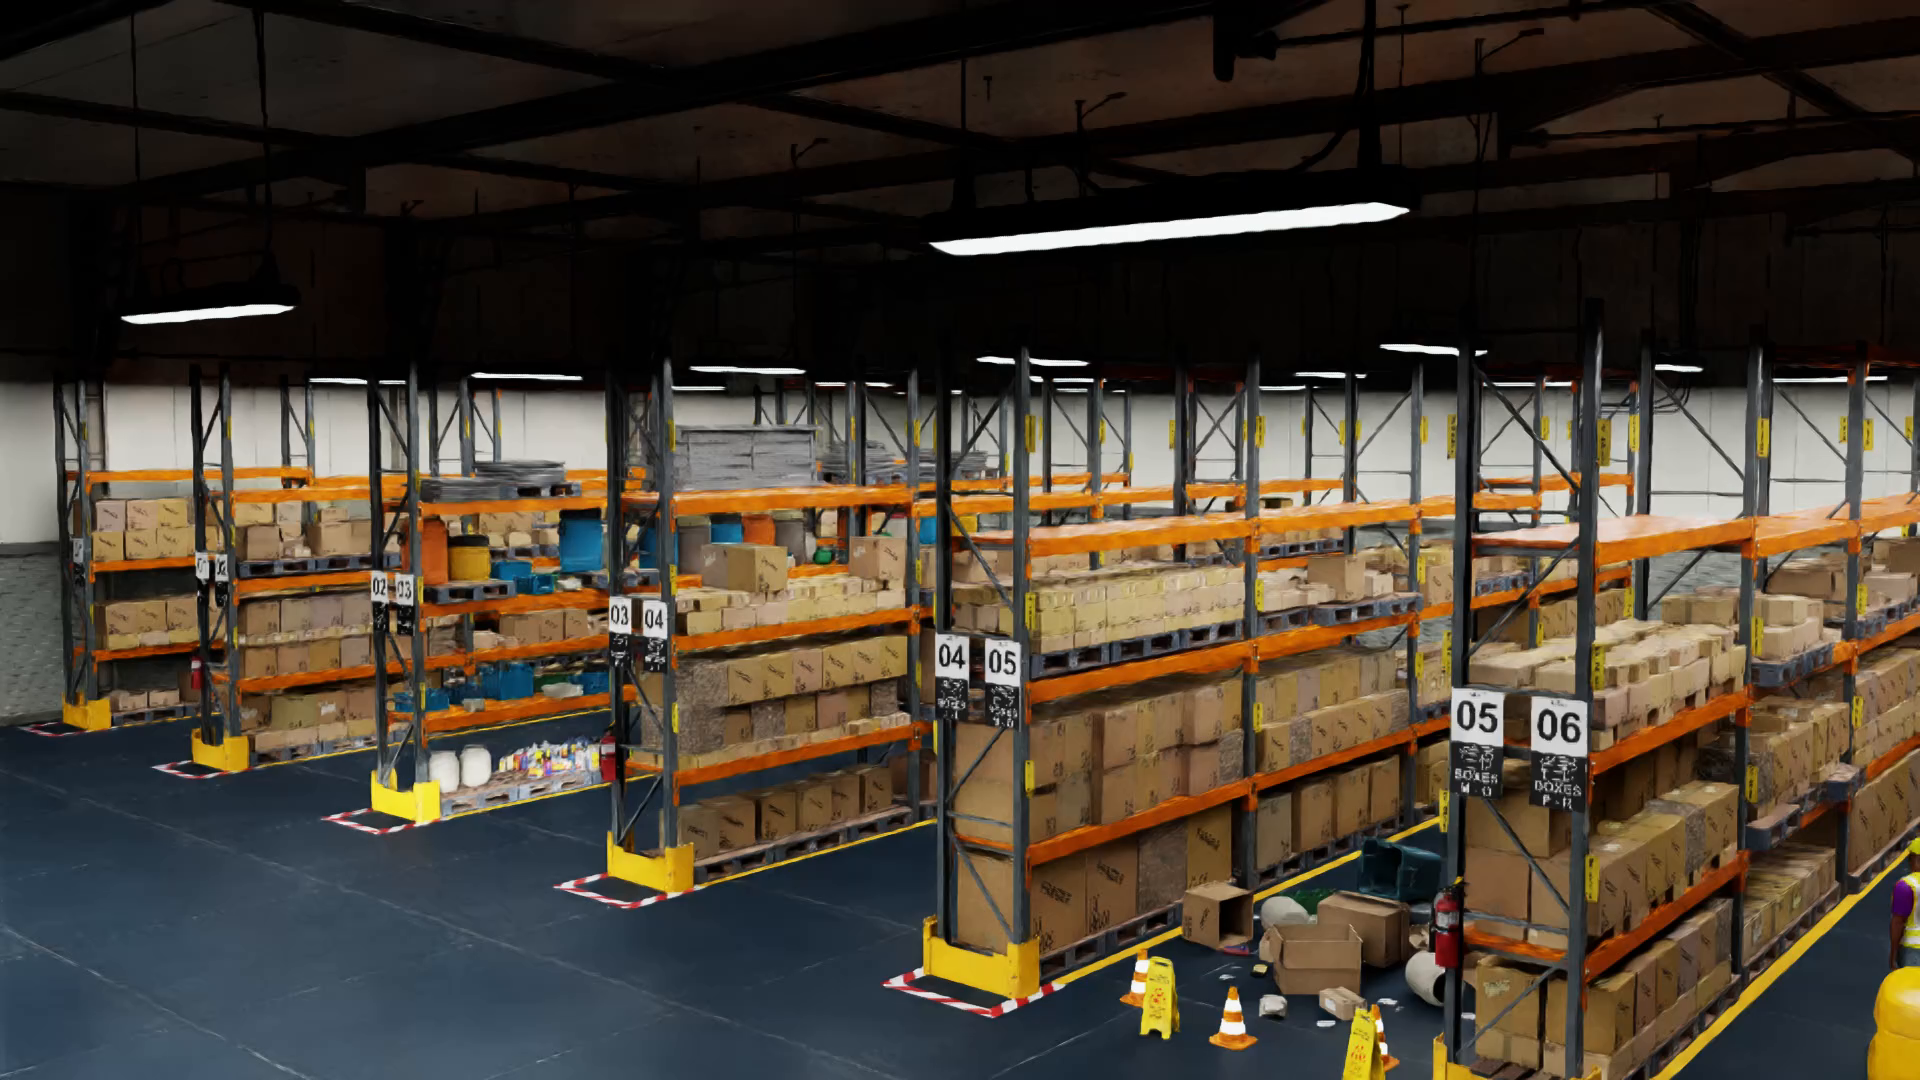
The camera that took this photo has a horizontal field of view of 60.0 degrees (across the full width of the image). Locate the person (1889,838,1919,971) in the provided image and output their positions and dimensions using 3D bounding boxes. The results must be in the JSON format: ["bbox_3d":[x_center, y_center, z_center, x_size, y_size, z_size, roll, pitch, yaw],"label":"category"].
[{"bbox_3d":[7.765,3.289,13.561,0.625,1.765,0.497,-2,4,-20],"label":"person"}]

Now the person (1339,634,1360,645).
[{"bbox_3d":[7.526,2.034,32.339,0.934,1.594,0.523,-2,5,-25],"label":"person"}]
